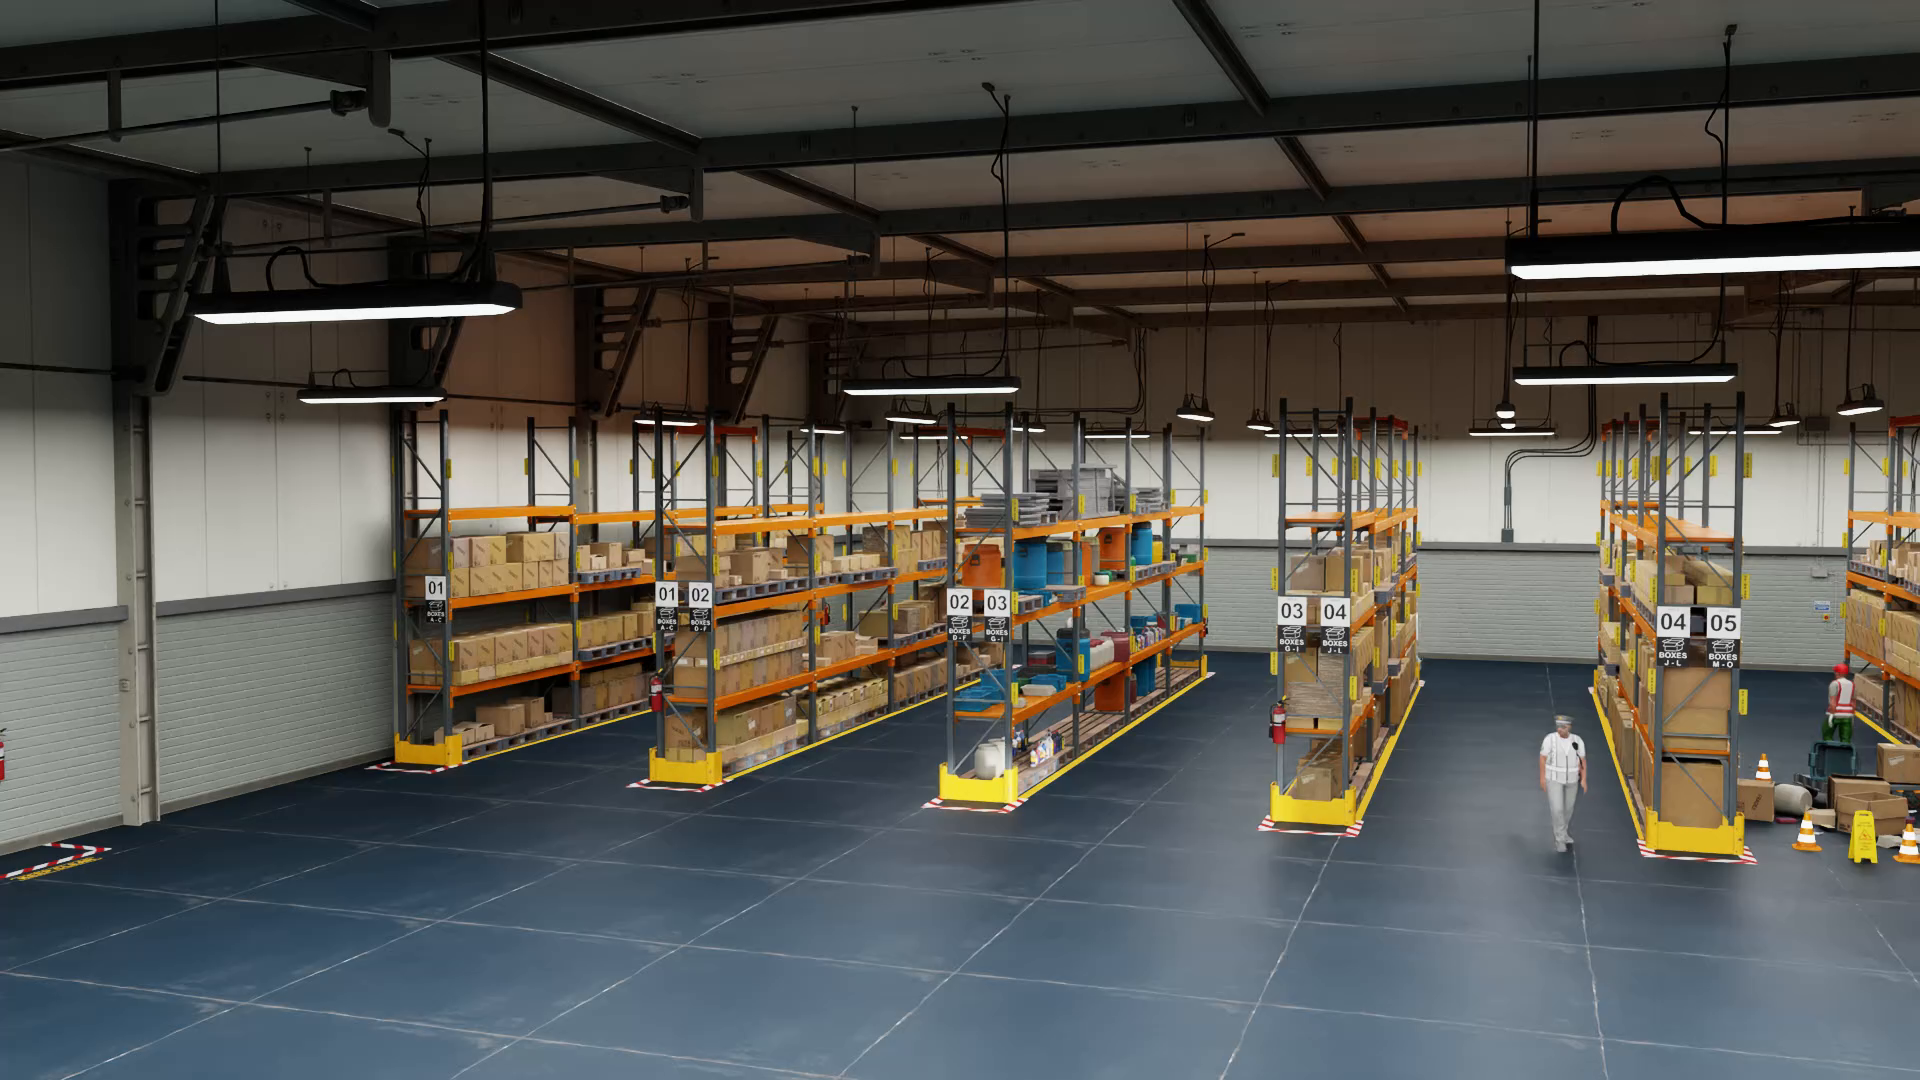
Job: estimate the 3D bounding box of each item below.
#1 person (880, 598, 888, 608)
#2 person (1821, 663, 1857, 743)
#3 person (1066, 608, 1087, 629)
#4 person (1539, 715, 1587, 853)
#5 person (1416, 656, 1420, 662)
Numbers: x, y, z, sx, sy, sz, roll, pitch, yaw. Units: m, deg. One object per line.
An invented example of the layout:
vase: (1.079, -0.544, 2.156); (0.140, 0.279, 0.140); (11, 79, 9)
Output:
person: (-1.965, 2.324, 42.943); (0.679, 1.643, 0.487); (0, 2, -2)
person: (14.540, 2.943, 27.412); (0.523, 1.807, 0.542); (0, 2, 7)
person: (2.661, 2.461, 38.755); (0.618, 1.825, 0.596); (2, 3, 32)
person: (7.983, 3.219, 21.972); (0.556, 1.818, 0.718); (0, 2, 2)
person: (10.898, 2.372, 40.468); (0.832, 1.757, 0.592); (-1, 3, -18)
